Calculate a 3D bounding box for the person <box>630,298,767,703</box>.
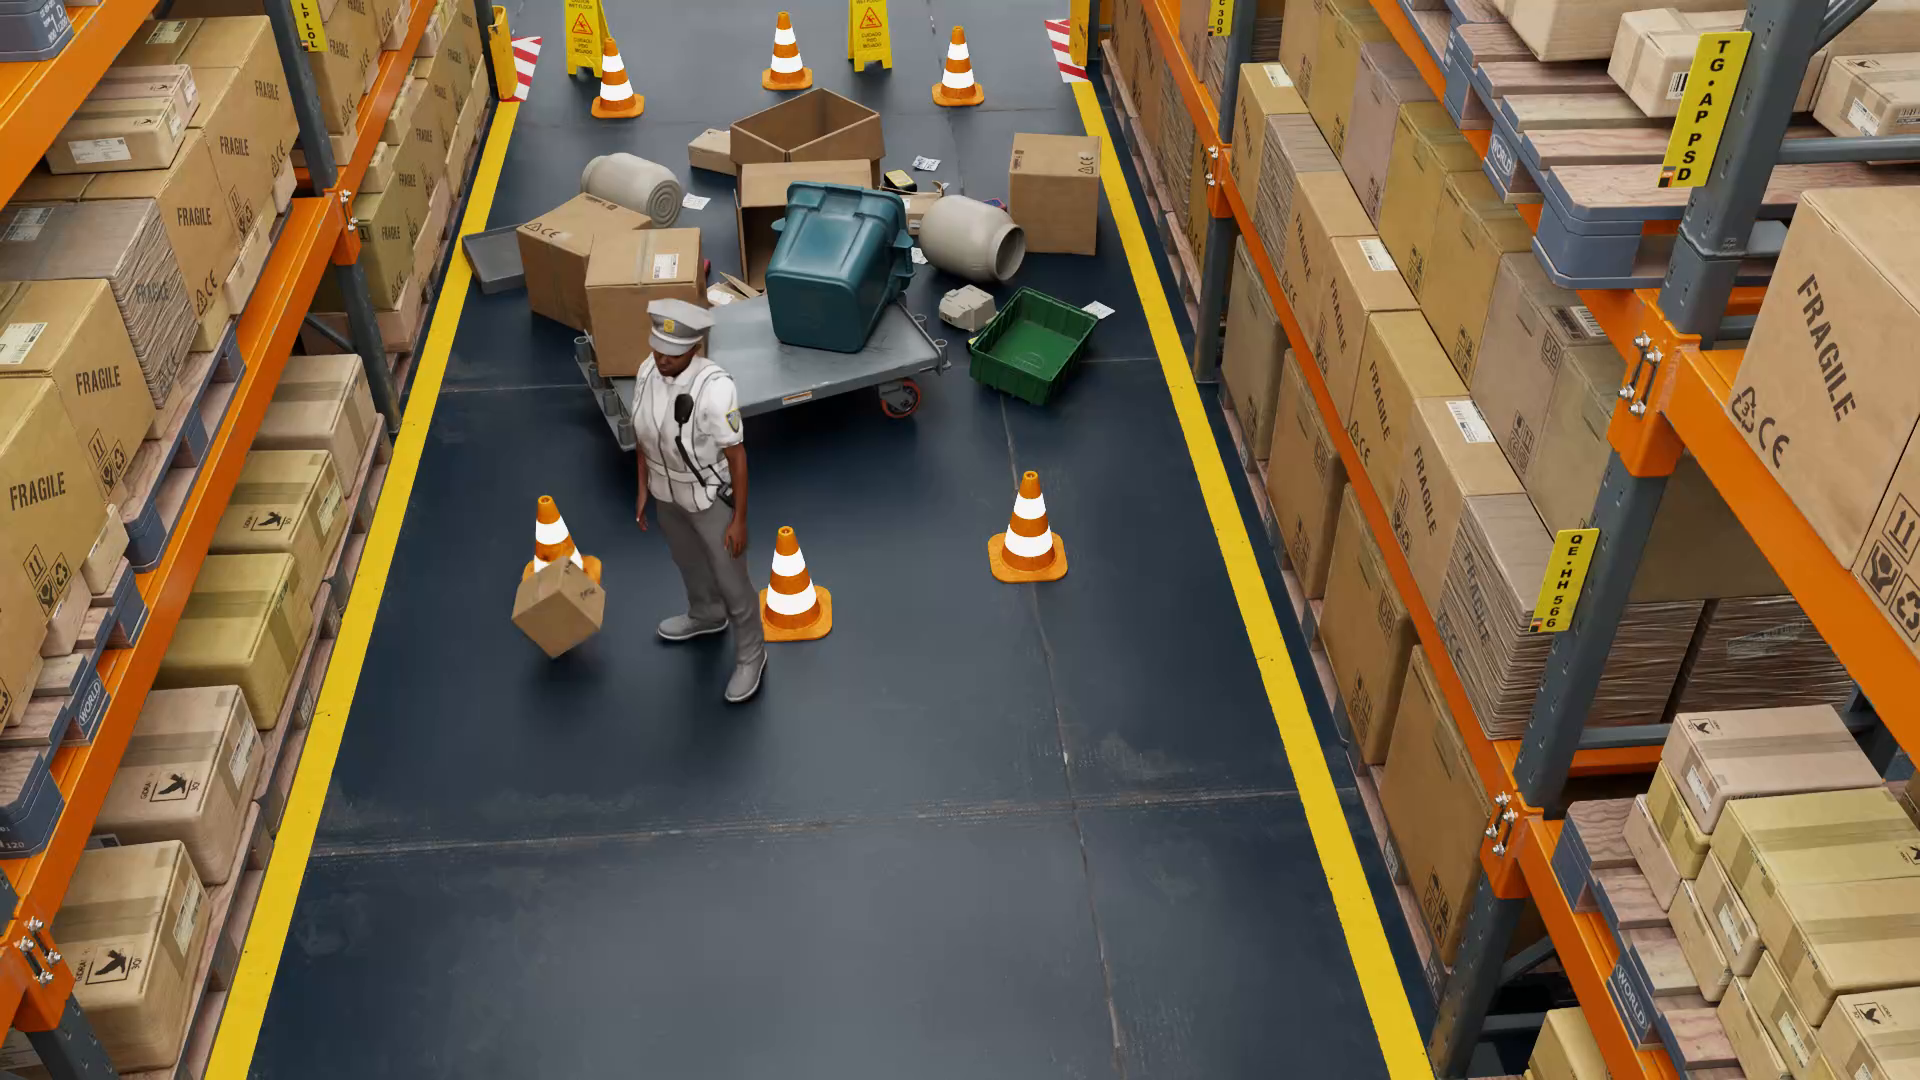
[{"bbox_3d":[-1.012,-0.173,6.316,0.585,1.686,0.368,24,45,26],"label":"person"}]
